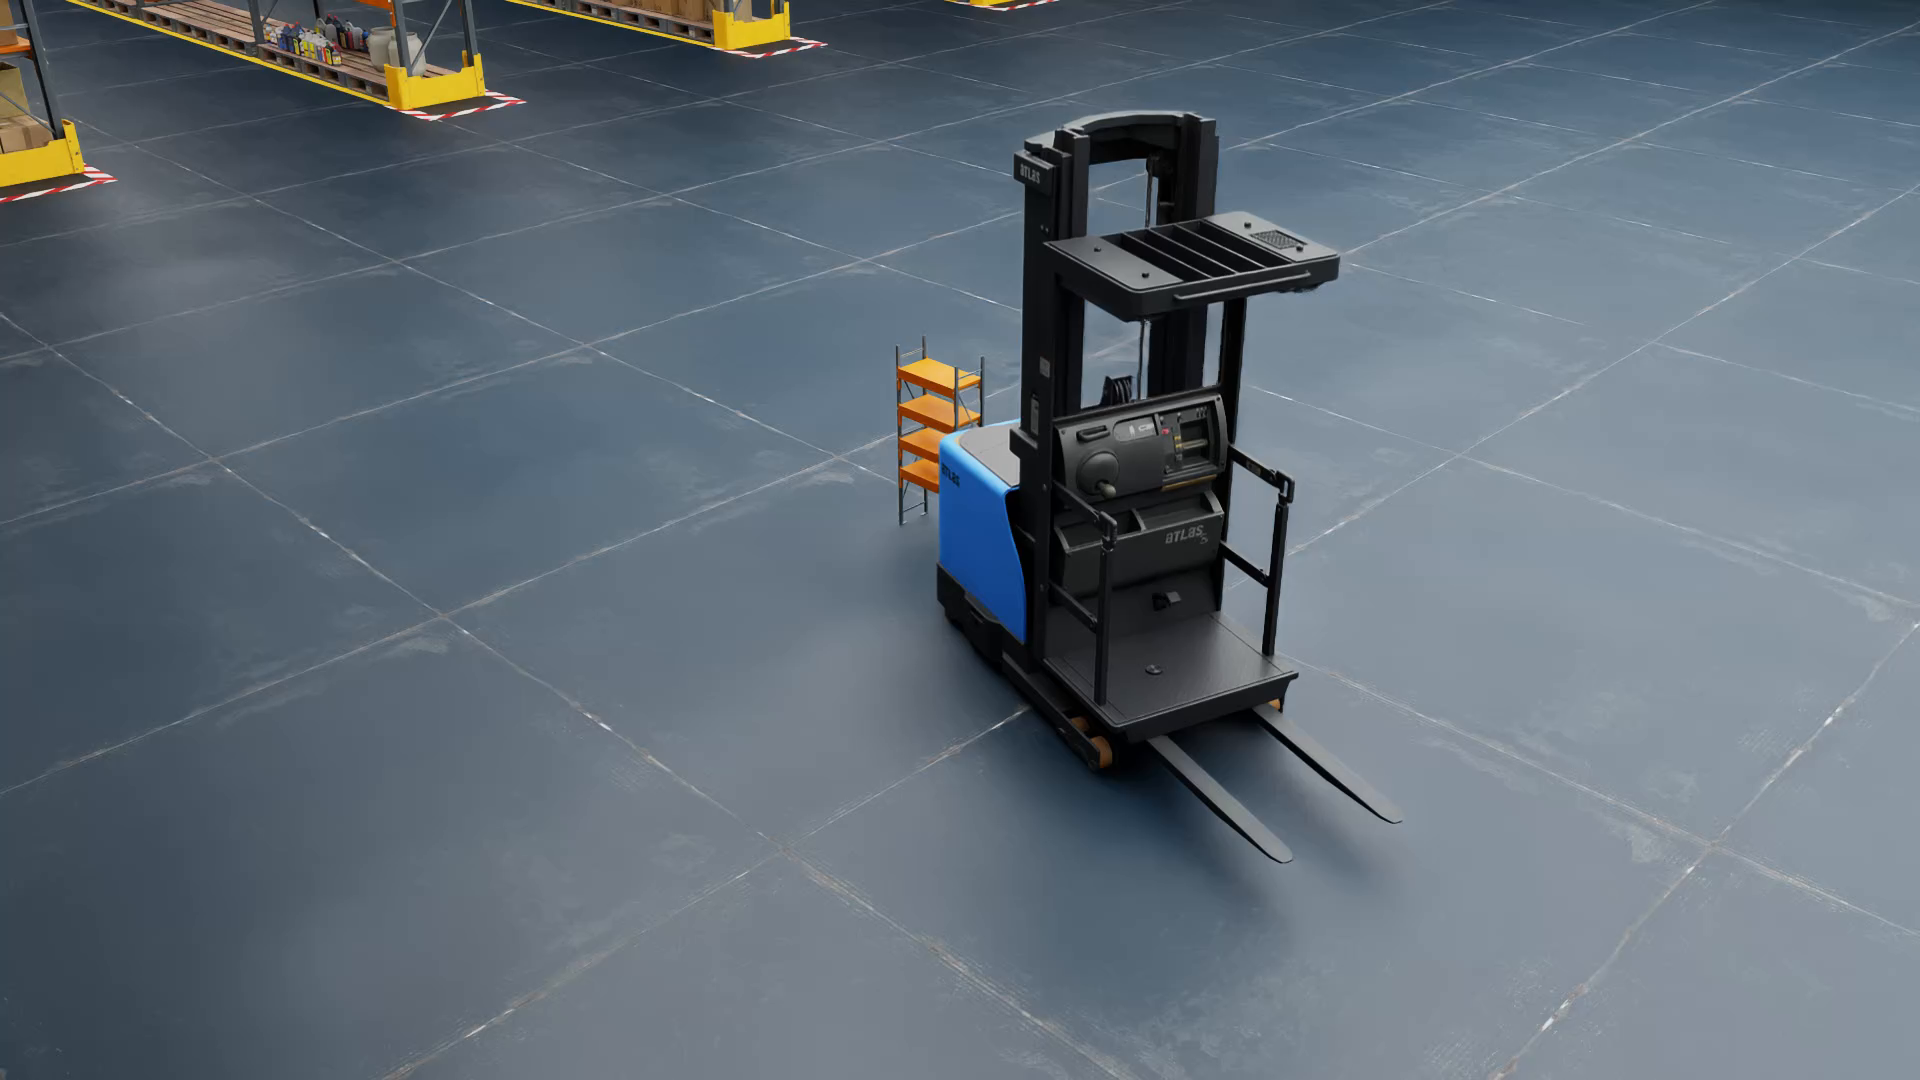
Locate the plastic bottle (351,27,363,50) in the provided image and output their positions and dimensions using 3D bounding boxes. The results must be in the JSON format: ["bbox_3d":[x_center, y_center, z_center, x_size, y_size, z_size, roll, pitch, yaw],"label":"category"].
[{"bbox_3d":[-8.087,-6.728,22.277,0.152,0.276,0.135,-25,36,-38],"label":"plastic bottle"}]

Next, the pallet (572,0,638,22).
[{"bbox_3d":[-5.253,-8.278,25.766,1.213,0.211,1.003,25,36,38],"label":"pallet"}]

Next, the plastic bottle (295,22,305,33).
[{"bbox_3d":[-8.843,-6.745,22.228,0.185,0.351,0.144,25,36,38],"label":"plastic bottle"}]

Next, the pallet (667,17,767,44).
[{"bbox_3d":[-3.513,-7.482,24.252,1.213,0.211,1.003,25,36,38],"label":"pallet"}]

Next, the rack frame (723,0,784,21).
[{"bbox_3d":[-2.904,-8.414,23.029,0.127,3.000,1.000,25,36,38],"label":"rack frame"}]

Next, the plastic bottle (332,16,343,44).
[{"bbox_3d":[-8.431,-6.921,22.563,0.185,0.351,0.144,22,35,36],"label":"plastic bottle"}]

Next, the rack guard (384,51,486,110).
[{"bbox_3d":[-6.464,-5.674,20.503,0.348,0.500,1.175,25,36,38],"label":"rack guard"}]

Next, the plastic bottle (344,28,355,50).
[{"bbox_3d":[-8.162,-6.696,22.207,0.133,0.283,0.061,25,36,38],"label":"plastic bottle"}]

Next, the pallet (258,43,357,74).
[{"bbox_3d":[-8.779,-6.609,22.591,1.213,0.211,1.003,25,36,38],"label":"pallet"}]

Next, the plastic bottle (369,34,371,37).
[{"bbox_3d":[-7.767,-6.597,22.033,0.097,0.271,0.097,0,28,0],"label":"plastic bottle"}]

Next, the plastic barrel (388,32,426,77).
[{"bbox_3d":[-6.899,-6.045,20.745,0.421,0.512,0.421,0,28,0],"label":"plastic barrel"}]

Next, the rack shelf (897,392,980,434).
[{"bbox_3d":[-0.118,-0.724,10.001,0.480,0.148,0.258,25,36,38],"label":"rack shelf"}]

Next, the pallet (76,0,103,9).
[{"bbox_3d":[-13.538,-8.788,26.737,1.213,0.211,1.003,25,36,38],"label":"pallet"}]

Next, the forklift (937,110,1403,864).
[{"bbox_3d":[0.990,-0.410,7.881,1.130,2.935,3.031,-13,31,-24],"label":"forklift"}]

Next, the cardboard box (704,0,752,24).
[{"bbox_3d":[-3.338,-7.703,23.912,0.500,0.500,0.500,-18,33,-30],"label":"cardboard box"}]

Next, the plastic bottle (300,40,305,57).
[{"bbox_3d":[-8.624,-6.469,21.864,0.097,0.201,0.097,0,28,0],"label":"plastic bottle"}]

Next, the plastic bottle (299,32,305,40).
[{"bbox_3d":[-8.678,-6.565,21.971,0.097,0.271,0.097,0,28,0],"label":"plastic bottle"}]

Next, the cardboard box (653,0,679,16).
[{"bbox_3d":[-4.221,-8.097,24.661,0.500,0.500,0.500,-21,34,-35],"label":"cardboard box"}]

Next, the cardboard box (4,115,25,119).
[{"bbox_3d":[-10.438,-4.508,18.103,0.500,0.250,0.500,25,36,38],"label":"cardboard box"}]

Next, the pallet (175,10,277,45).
[{"bbox_3d":[-10.690,-7.483,24.255,1.213,0.211,1.003,25,36,38],"label":"pallet"}]

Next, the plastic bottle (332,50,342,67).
[{"bbox_3d":[-7.994,-6.181,21.315,0.097,0.201,0.097,0,28,0],"label":"plastic bottle"}]

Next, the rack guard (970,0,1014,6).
[{"bbox_3d":[0.663,-8.913,26.664,0.348,0.500,1.175,25,36,38],"label":"rack guard"}]

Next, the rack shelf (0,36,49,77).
[{"bbox_3d":[-11.278,-5.462,18.188,4.000,0.370,1.077,25,36,38],"label":"rack shelf"}]

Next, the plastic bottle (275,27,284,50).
[{"bbox_3d":[-9.059,-6.719,22.259,0.152,0.276,0.135,-24,36,-37],"label":"plastic bottle"}]

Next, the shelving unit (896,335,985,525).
[{"bbox_3d":[-0.118,-0.585,10.073,0.503,1.200,0.258,25,36,38],"label":"shelving unit"}]

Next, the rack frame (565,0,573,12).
[{"bbox_3d":[-5.756,-9.720,25.512,0.127,3.000,1.000,25,36,38],"label":"rack frame"}]

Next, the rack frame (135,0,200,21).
[{"bbox_3d":[-12.081,-9.381,24.868,0.127,3.000,1.000,25,36,38],"label":"rack frame"}]

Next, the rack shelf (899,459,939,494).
[{"bbox_3d":[-0.118,-0.350,10.197,0.480,0.148,0.258,25,36,38],"label":"rack shelf"}]

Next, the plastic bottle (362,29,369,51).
[{"bbox_3d":[-7.911,-6.663,22.158,0.097,0.271,0.097,0,28,0],"label":"plastic bottle"}]

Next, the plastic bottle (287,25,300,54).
[{"bbox_3d":[-8.810,-6.635,22.020,0.185,0.351,0.144,23,35,36],"label":"plastic bottle"}]

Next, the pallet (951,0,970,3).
[{"bbox_3d":[0.020,-9.028,27.193,1.213,0.211,1.003,25,36,38],"label":"pallet"}]

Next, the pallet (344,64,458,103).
[{"bbox_3d":[-7.039,-5.813,21.077,1.213,0.211,1.003,25,36,38],"label":"pallet"}]

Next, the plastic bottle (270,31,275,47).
[{"bbox_3d":[-9.237,-6.749,22.397,0.097,0.201,0.097,0,28,0],"label":"plastic bottle"}]

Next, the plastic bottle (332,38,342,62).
[{"bbox_3d":[-8.080,-6.344,21.537,0.133,0.283,0.061,25,36,38],"label":"plastic bottle"}]

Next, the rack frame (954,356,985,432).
[{"bbox_3d":[0.056,-0.505,9.922,0.015,1.200,0.240,25,36,38],"label":"rack frame"}]

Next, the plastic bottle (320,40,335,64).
[{"bbox_3d":[-8.154,-6.305,21.472,0.135,0.276,0.152,25,37,39],"label":"plastic bottle"}]

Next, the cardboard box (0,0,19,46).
[{"bbox_3d":[-10.176,-5.329,17.054,0.500,0.500,0.700,25,36,38],"label":"cardboard box"}]

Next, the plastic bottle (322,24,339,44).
[{"bbox_3d":[-8.517,-6.831,22.471,0.135,0.276,0.152,25,36,38],"label":"plastic bottle"}]

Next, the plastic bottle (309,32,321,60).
[{"bbox_3d":[-8.374,-6.436,21.641,0.144,0.351,0.185,-24,36,-37],"label":"plastic bottle"}]

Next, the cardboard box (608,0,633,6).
[{"bbox_3d":[-5.085,-8.471,25.371,0.500,0.500,0.500,-13,31,-24],"label":"cardboard box"}]
